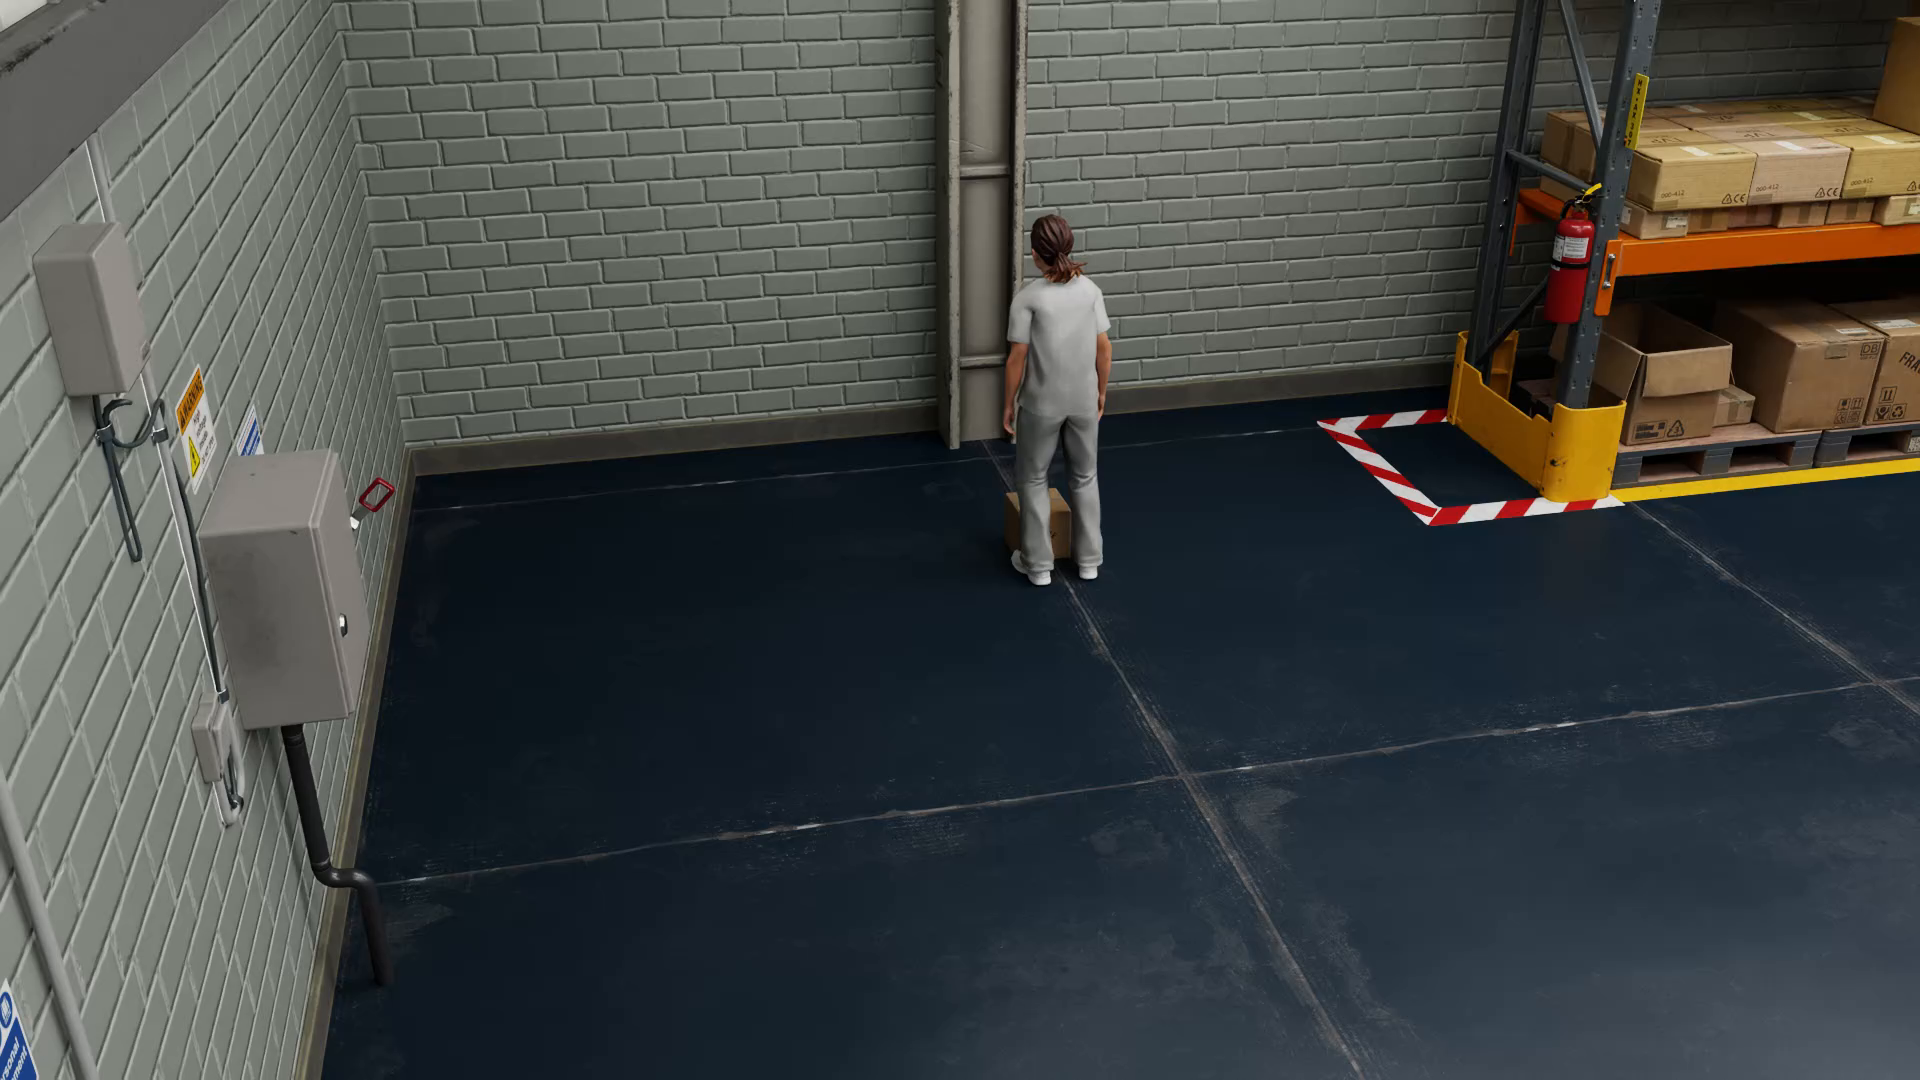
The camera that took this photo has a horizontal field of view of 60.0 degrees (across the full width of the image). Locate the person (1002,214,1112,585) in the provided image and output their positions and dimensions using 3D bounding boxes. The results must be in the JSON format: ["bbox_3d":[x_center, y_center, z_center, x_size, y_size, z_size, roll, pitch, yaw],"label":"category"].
[{"bbox_3d":[0.427,-0.595,7.295,0.512,1.671,0.365,-8,28,-15],"label":"person"}]
